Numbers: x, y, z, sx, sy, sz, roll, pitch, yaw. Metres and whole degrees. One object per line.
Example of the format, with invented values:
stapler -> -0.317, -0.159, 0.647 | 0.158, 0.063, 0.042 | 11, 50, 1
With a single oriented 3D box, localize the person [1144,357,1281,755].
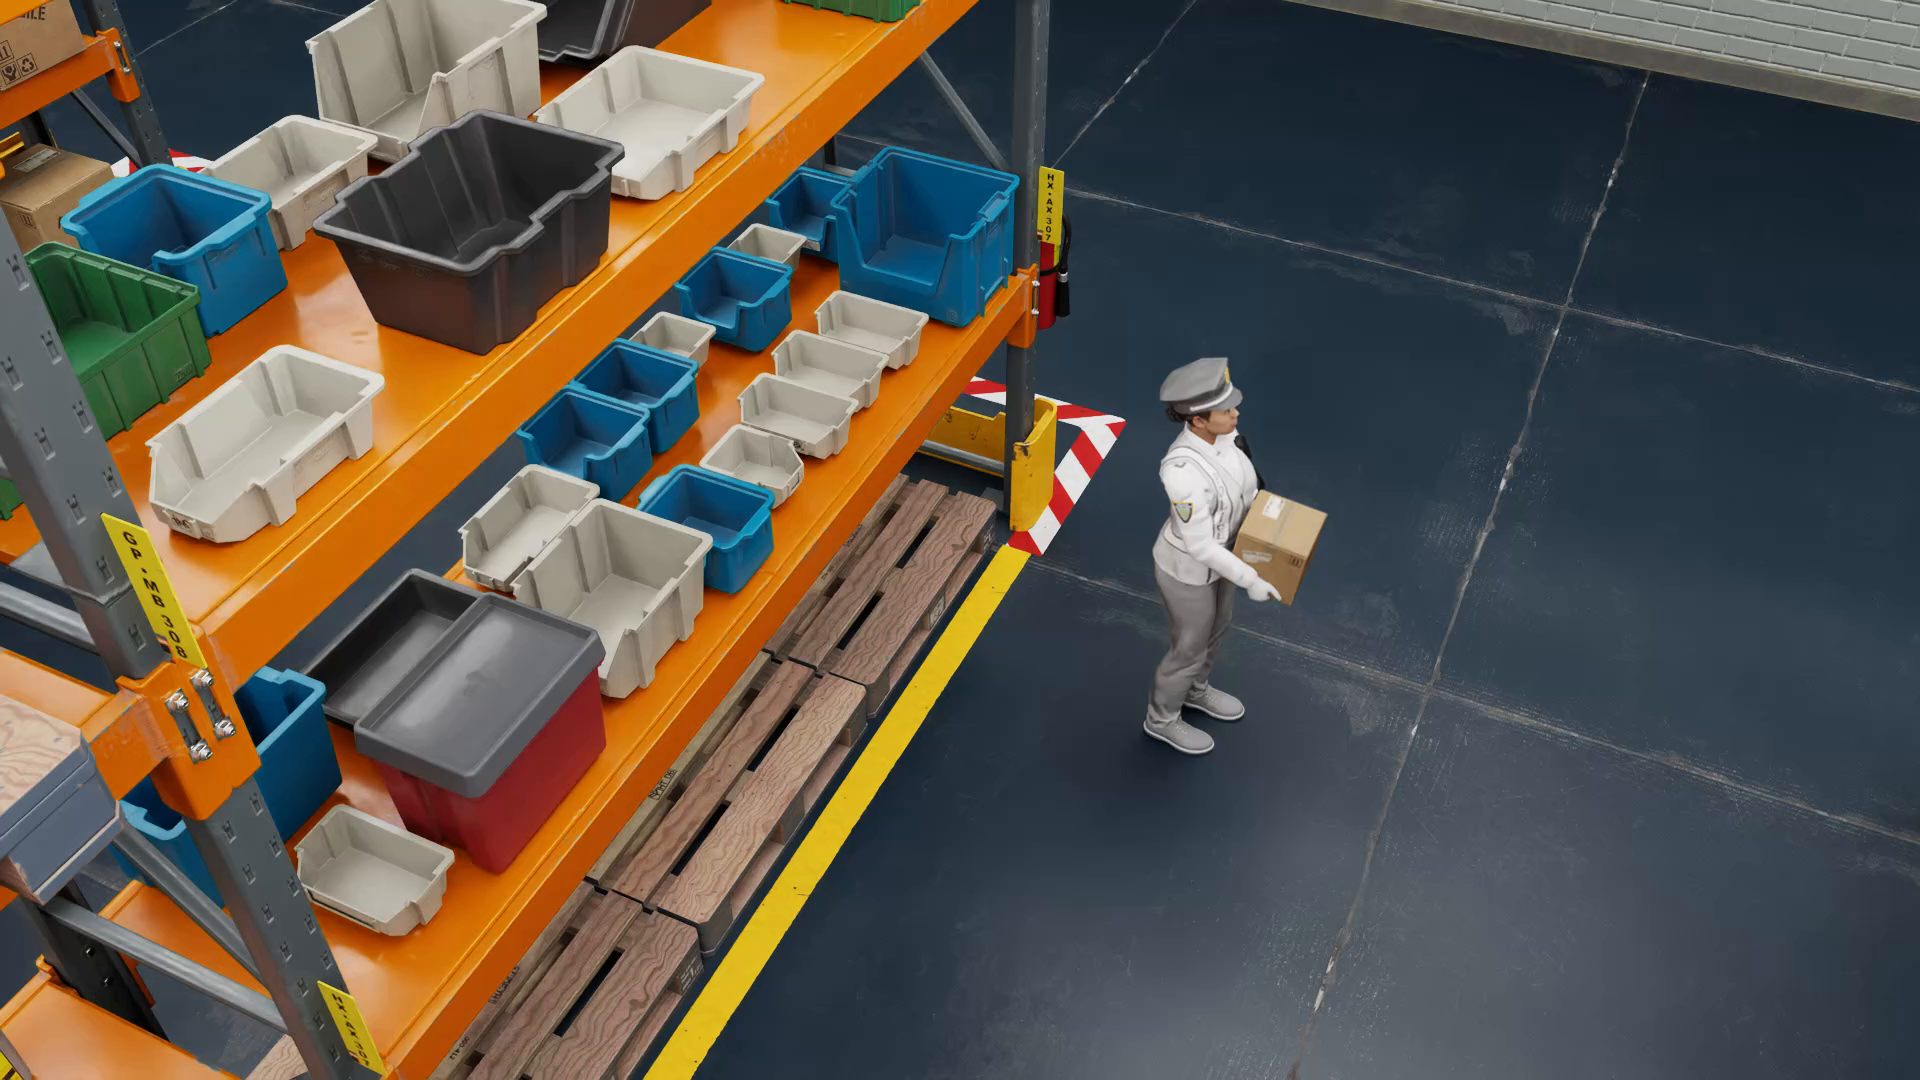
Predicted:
person -> 0.934, 0.086, 6.044 | 0.554, 1.688, 0.463 | 17, 45, 18
